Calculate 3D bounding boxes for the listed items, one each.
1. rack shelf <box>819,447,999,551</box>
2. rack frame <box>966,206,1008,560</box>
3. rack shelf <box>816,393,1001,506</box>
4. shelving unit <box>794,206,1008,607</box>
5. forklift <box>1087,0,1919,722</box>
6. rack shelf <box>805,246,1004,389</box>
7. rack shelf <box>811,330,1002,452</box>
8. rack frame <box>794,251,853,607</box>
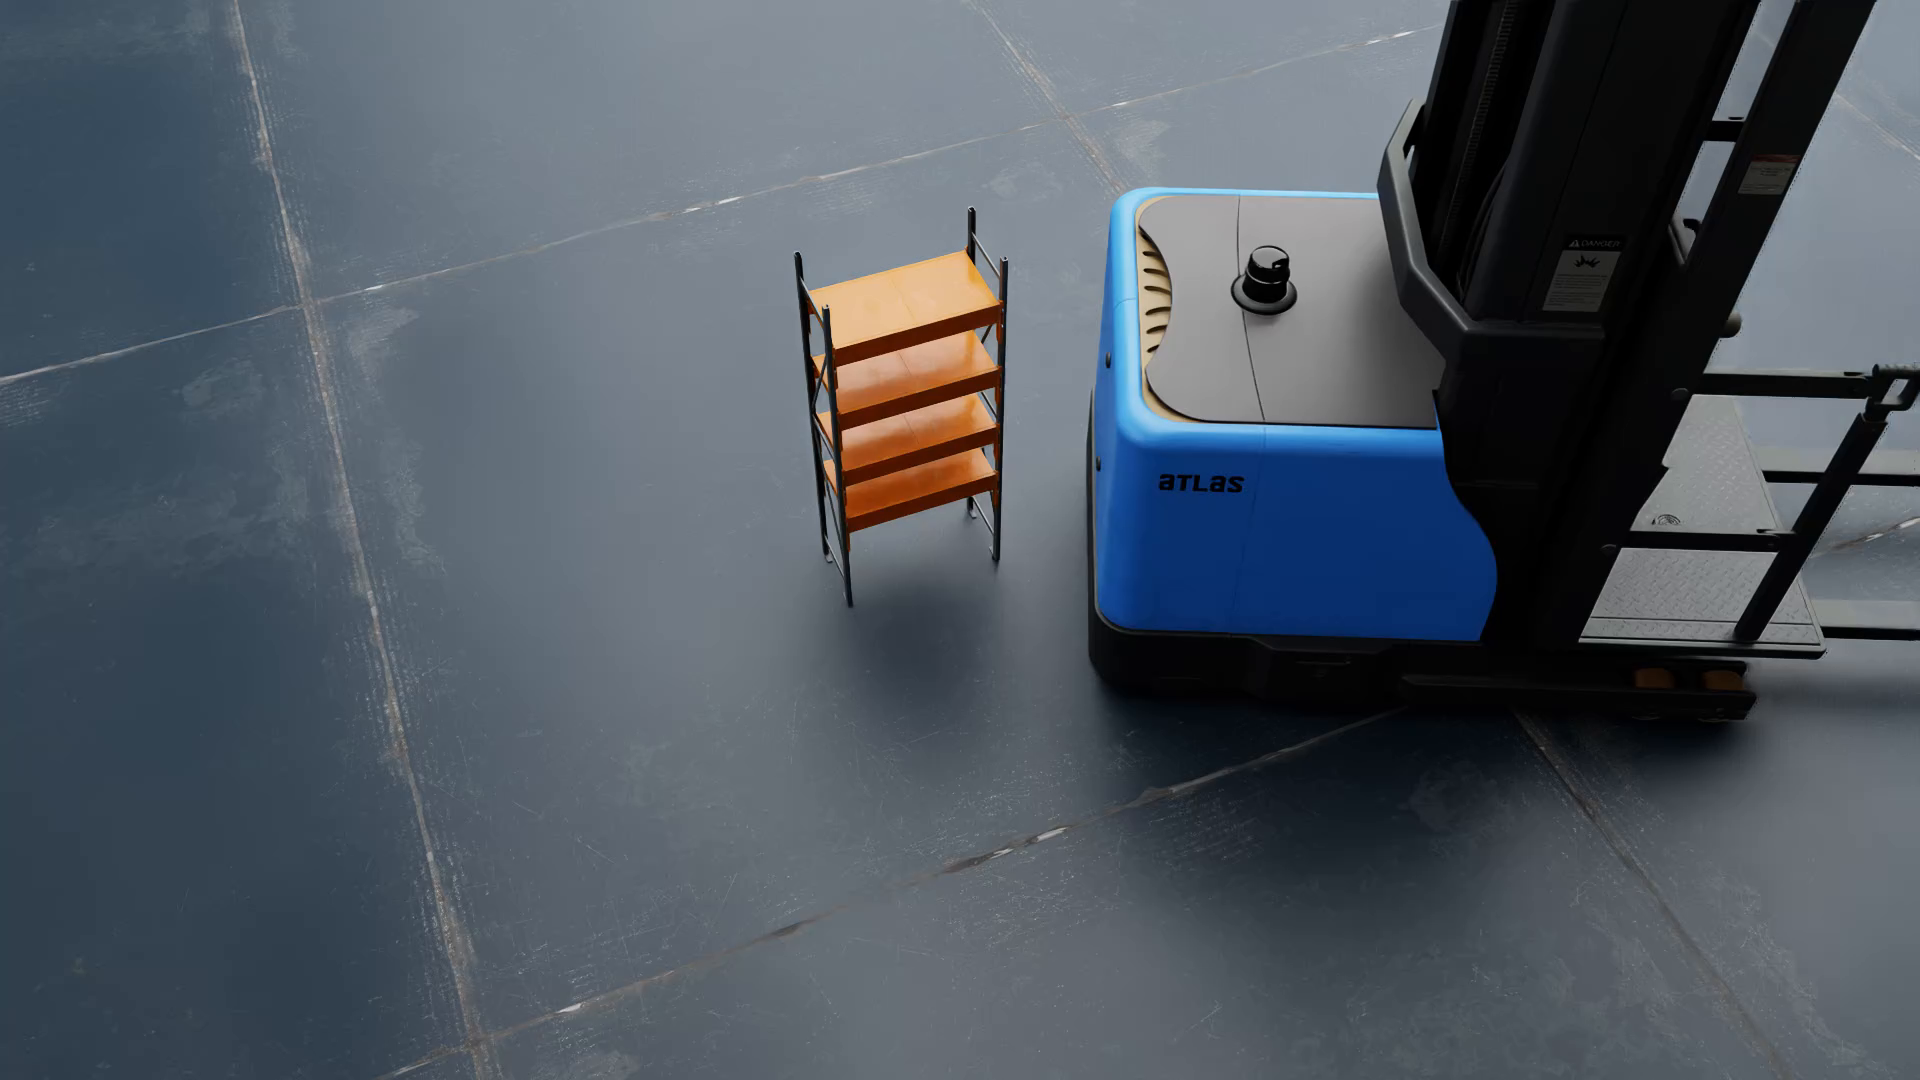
[{"bbox_3d":[-0.153,-0.170,4.956,0.480,0.148,0.258,-17,52,-14],"label":"rack shelf"},{"bbox_3d":[0.073,-0.413,4.814,0.015,1.200,0.240,-17,52,-14],"label":"rack frame"},{"bbox_3d":[-0.153,-0.300,4.805,0.480,0.148,0.258,-17,52,-14],"label":"rack shelf"},{"bbox_3d":[-0.153,-0.343,4.754,0.503,1.200,0.258,-17,52,-14],"label":"shelving unit"},{"bbox_3d":[1.909,-0.845,4.043,3.031,2.935,1.130,2,49,2],"label":"forklift"},{"bbox_3d":[-0.153,-0.599,4.456,0.480,0.148,0.258,-17,52,-14],"label":"rack shelf"},{"bbox_3d":[-0.153,-0.445,4.635,0.480,0.148,0.258,-17,52,-14],"label":"rack shelf"},{"bbox_3d":[-0.379,-0.273,4.694,0.015,1.200,0.240,-17,52,-14],"label":"rack frame"}]
